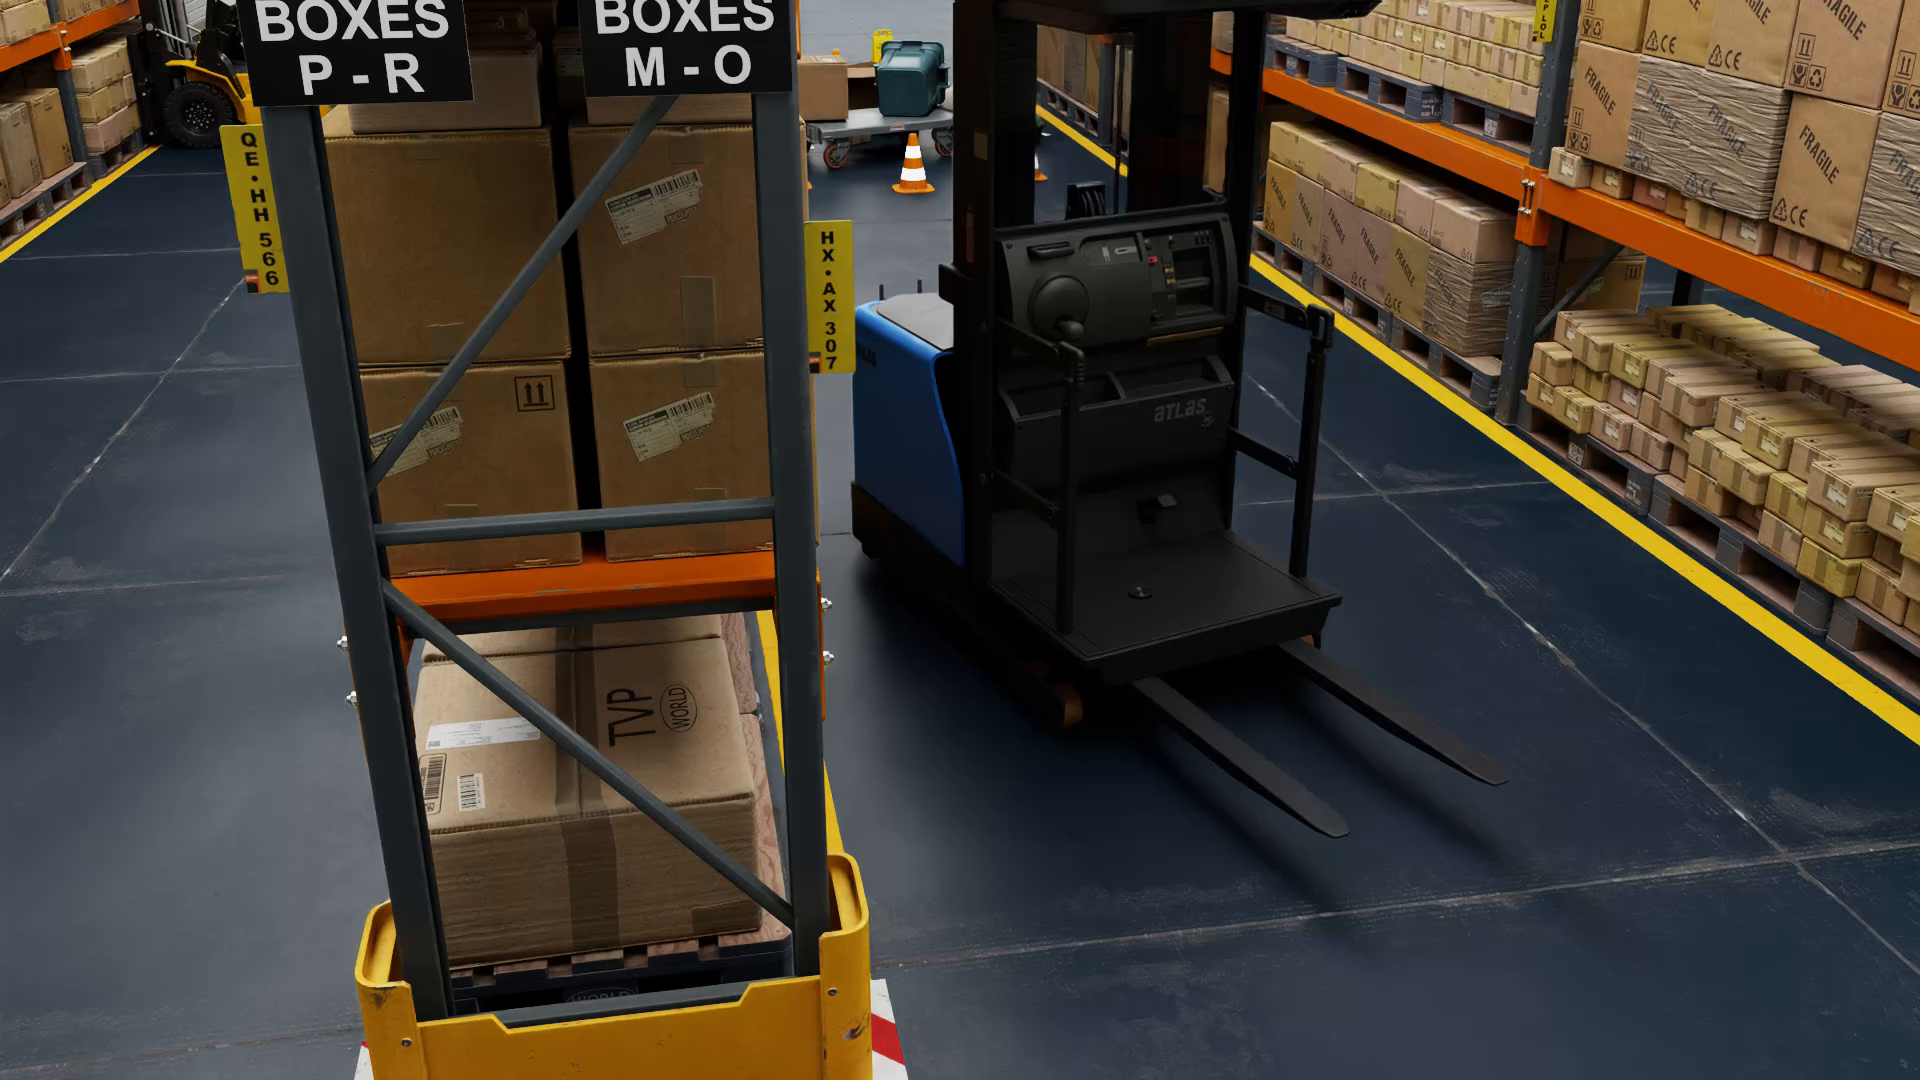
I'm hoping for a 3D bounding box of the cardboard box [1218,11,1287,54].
[{"bbox_3d":[2.202,-3.790,12.054,0.500,0.500,0.500,-4,24,-10],"label":"cardboard box"}]

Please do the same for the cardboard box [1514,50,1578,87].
[{"bbox_3d":[3.021,-2.369,8.343,0.380,0.149,0.250,-4,24,-8],"label":"cardboard box"}]

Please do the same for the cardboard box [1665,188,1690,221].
[{"bbox_3d":[3.286,-1.458,7.154,0.380,0.149,0.250,-5,24,-12],"label":"cardboard box"}]

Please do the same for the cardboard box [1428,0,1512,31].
[{"bbox_3d":[2.835,-2.914,9.221,0.380,0.149,0.250,-5,24,-11],"label":"cardboard box"}]

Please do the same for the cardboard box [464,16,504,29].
[{"bbox_3d":[-1.282,-1.155,3.961,0.380,0.149,0.250,-5,24,-10],"label":"cardboard box"}]

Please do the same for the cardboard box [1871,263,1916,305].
[{"bbox_3d":[3.539,-0.945,5.980,0.380,0.149,0.250,-5,24,-12],"label":"cardboard box"}]

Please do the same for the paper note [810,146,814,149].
[{"bbox_3d":[-1.458,-3.728,15.747,0.148,0.019,0.142,-4,24,-10],"label":"paper note"}]

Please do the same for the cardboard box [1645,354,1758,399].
[{"bbox_3d":[3.307,-0.711,7.425,0.380,0.149,0.250,-5,24,-11],"label":"cardboard box"}]

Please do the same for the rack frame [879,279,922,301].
[{"bbox_3d":[-0.256,-0.632,7.386,0.200,1.050,0.008,-12,26,-25],"label":"rack frame"}]

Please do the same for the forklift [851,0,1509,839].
[{"bbox_3d":[0.667,-0.888,5.621,1.130,2.935,3.031,-12,26,-25],"label":"forklift"}]

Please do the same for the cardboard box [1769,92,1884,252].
[{"bbox_3d":[3.417,-1.378,6.161,0.500,0.500,0.500,-3,24,-7],"label":"cardboard box"}]

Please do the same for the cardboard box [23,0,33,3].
[{"bbox_3d":[-7.572,-4.371,13.073,0.500,0.250,0.500,-5,24,-11],"label":"cardboard box"}]

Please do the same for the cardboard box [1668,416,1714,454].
[{"bbox_3d":[3.331,-0.467,7.237,0.380,0.149,0.250,-3,24,-7],"label":"cardboard box"}]

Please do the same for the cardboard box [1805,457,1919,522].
[{"bbox_3d":[3.429,-0.192,6.235,0.380,0.149,0.250,-3,24,-8],"label":"cardboard box"}]

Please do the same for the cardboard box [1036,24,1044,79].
[{"bbox_3d":[1.260,-5.690,18.661,0.875,0.875,0.875,-4,24,-9],"label":"cardboard box"}]

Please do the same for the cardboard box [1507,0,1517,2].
[{"bbox_3d":[3.374,-3.166,9.798,0.380,0.149,0.250,-4,24,-8],"label":"cardboard box"}]

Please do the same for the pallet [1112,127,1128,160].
[{"bbox_3d":[2.026,-3.584,15.192,1.003,0.211,1.213,-4,24,-10],"label":"pallet"}]

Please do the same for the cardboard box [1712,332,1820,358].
[{"bbox_3d":[3.749,-0.856,7.756,0.380,0.149,0.250,-5,24,-10],"label":"cardboard box"}]

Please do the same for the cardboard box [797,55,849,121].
[{"bbox_3d":[-1.293,-4.099,15.064,0.500,0.500,0.500,-4,24,-10],"label":"cardboard box"}]

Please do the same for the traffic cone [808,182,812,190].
[{"bbox_3d":[-1.432,-3.207,14.015,0.336,0.463,0.334,-4,24,-10],"label":"traffic cone"}]

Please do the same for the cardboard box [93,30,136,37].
[{"bbox_3d":[-8.059,-4.793,16.137,0.500,0.250,0.500,-4,24,-9],"label":"cardboard box"}]

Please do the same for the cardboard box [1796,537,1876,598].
[{"bbox_3d":[3.447,0.087,6.341,0.380,0.149,0.250,-5,24,-12],"label":"cardboard box"}]

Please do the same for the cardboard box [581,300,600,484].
[{"bbox_3d":[-0.745,-0.486,4.491,0.500,0.500,0.500,-5,24,-11],"label":"cardboard box"}]

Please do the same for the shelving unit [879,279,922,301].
[{"bbox_3d":[-0.199,-0.589,7.287,0.215,1.050,0.252,-12,26,-25],"label":"shelving unit"}]

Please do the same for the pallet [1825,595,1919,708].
[{"bbox_3d":[3.899,0.486,5.873,1.003,0.211,1.213,-4,24,-10],"label":"pallet"}]

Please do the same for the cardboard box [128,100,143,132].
[{"bbox_3d":[-7.898,-3.932,15.415,0.500,0.250,0.500,-4,24,-9],"label":"cardboard box"}]

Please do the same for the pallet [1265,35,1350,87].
[{"bbox_3d":[2.785,-3.226,11.129,1.213,0.211,1.003,-4,24,-10],"label":"pallet"}]

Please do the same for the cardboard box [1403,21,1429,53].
[{"bbox_3d":[2.774,-2.887,9.530,0.380,0.149,0.250,-4,24,-10],"label":"cardboard box"}]

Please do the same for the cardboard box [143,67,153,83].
[{"bbox_3d":[-7.969,-4.355,15.759,0.500,0.250,0.500,-4,24,-10],"label":"cardboard box"}]

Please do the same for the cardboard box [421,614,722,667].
[{"bbox_3d":[-1.216,0.336,5.408,0.875,0.438,0.875,-4,24,-8],"label":"cardboard box"}]

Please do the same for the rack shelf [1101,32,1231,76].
[{"bbox_3d":[2.179,-4.044,13.659,1.077,0.370,4.000,-4,24,-10],"label":"rack shelf"}]

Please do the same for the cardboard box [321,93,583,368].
[{"bbox_3d":[-1.141,-0.710,3.753,0.500,0.500,0.500,-4,24,-8],"label":"cardboard box"}]

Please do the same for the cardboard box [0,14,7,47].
[{"bbox_3d":[-7.404,-3.742,12.258,0.500,0.250,0.500,-4,24,-9],"label":"cardboard box"}]

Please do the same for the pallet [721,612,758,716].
[{"bbox_3d":[-1.265,0.457,5.941,1.003,0.211,1.213,-4,24,-10],"label":"pallet"}]

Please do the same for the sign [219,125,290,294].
[{"bbox_3d":[-1.354,-0.638,3.221,0.100,0.325,0.005,-4,24,-10],"label":"sign"}]

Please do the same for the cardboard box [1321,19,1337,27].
[{"bbox_3d":[2.546,-3.384,10.668,0.380,0.149,0.250,-5,24,-11],"label":"cardboard box"}]

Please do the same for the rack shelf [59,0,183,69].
[{"bbox_3d":[-8.284,-4.842,15.487,1.077,0.370,4.000,-4,24,-10],"label":"rack shelf"}]

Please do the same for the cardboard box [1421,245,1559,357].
[{"bbox_3d":[2.904,-1.333,9.152,0.500,0.500,0.500,-5,24,-11],"label":"cardboard box"}]

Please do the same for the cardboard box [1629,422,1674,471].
[{"bbox_3d":[3.282,-0.437,7.541,0.380,0.149,0.250,-5,24,-11],"label":"cardboard box"}]

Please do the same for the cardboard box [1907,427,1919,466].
[{"bbox_3d":[4.002,-0.346,6.588,0.380,0.149,0.250,-4,24,-9],"label":"cardboard box"}]

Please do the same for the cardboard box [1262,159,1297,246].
[{"bbox_3d":[2.429,-2.336,11.450,0.500,0.500,0.500,-5,24,-12],"label":"cardboard box"}]

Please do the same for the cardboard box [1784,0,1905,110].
[{"bbox_3d":[3.400,-1.853,5.999,0.500,0.500,0.500,-5,24,-12],"label":"cardboard box"}]

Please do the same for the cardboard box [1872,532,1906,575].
[{"bbox_3d":[3.604,0.034,6.090,0.380,0.149,0.250,-5,24,-10],"label":"cardboard box"}]

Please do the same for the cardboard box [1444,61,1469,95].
[{"bbox_3d":[2.882,-2.531,9.086,0.380,0.149,0.250,-6,24,-12],"label":"cardboard box"}]

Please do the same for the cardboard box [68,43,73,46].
[{"bbox_3d":[-8.384,-4.353,15.130,0.500,0.250,0.500,-4,24,-9],"label":"cardboard box"}]

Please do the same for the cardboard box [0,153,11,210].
[{"bbox_3d":[-7.530,-2.683,12.089,0.875,0.625,0.625,-5,24,-12],"label":"cardboard box"}]

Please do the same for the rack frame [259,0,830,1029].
[{"bbox_3d":[-0.818,-0.034,3.579,1.000,3.000,0.127,-4,24,-10],"label":"rack frame"}]

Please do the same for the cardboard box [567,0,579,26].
[{"bbox_3d":[-1.620,-1.707,6.036,0.500,0.500,0.500,-5,24,-10],"label":"cardboard box"}]

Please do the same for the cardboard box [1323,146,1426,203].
[{"bbox_3d":[2.611,-2.293,10.414,0.500,0.250,0.500,-4,24,-9],"label":"cardboard box"}]

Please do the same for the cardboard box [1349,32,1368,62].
[{"bbox_3d":[2.636,-3.051,10.276,0.380,0.149,0.250,-4,24,-8],"label":"cardboard box"}]
